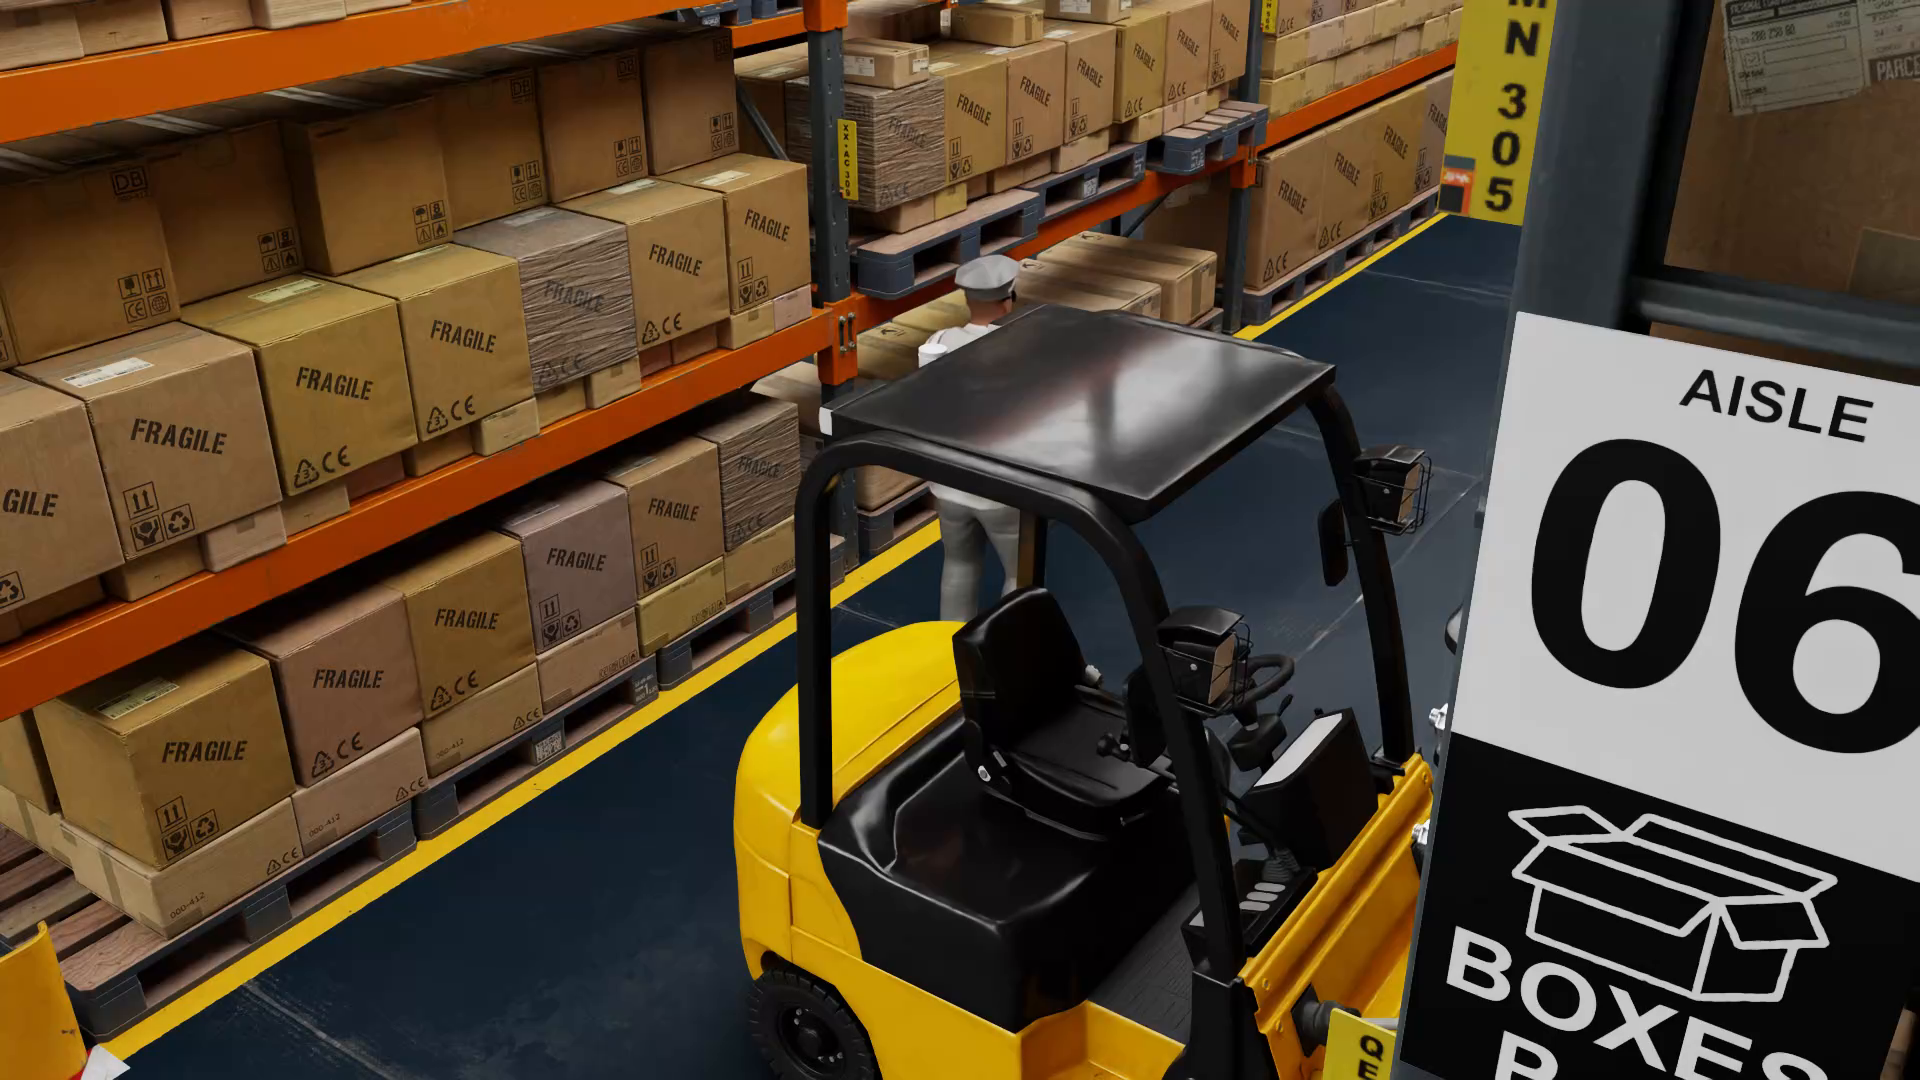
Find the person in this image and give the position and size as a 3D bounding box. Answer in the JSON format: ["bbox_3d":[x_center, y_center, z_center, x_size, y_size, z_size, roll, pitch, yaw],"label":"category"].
[{"bbox_3d":[0.113,-0.239,6.565,0.547,1.763,0.444,14,30,26],"label":"person"}]
